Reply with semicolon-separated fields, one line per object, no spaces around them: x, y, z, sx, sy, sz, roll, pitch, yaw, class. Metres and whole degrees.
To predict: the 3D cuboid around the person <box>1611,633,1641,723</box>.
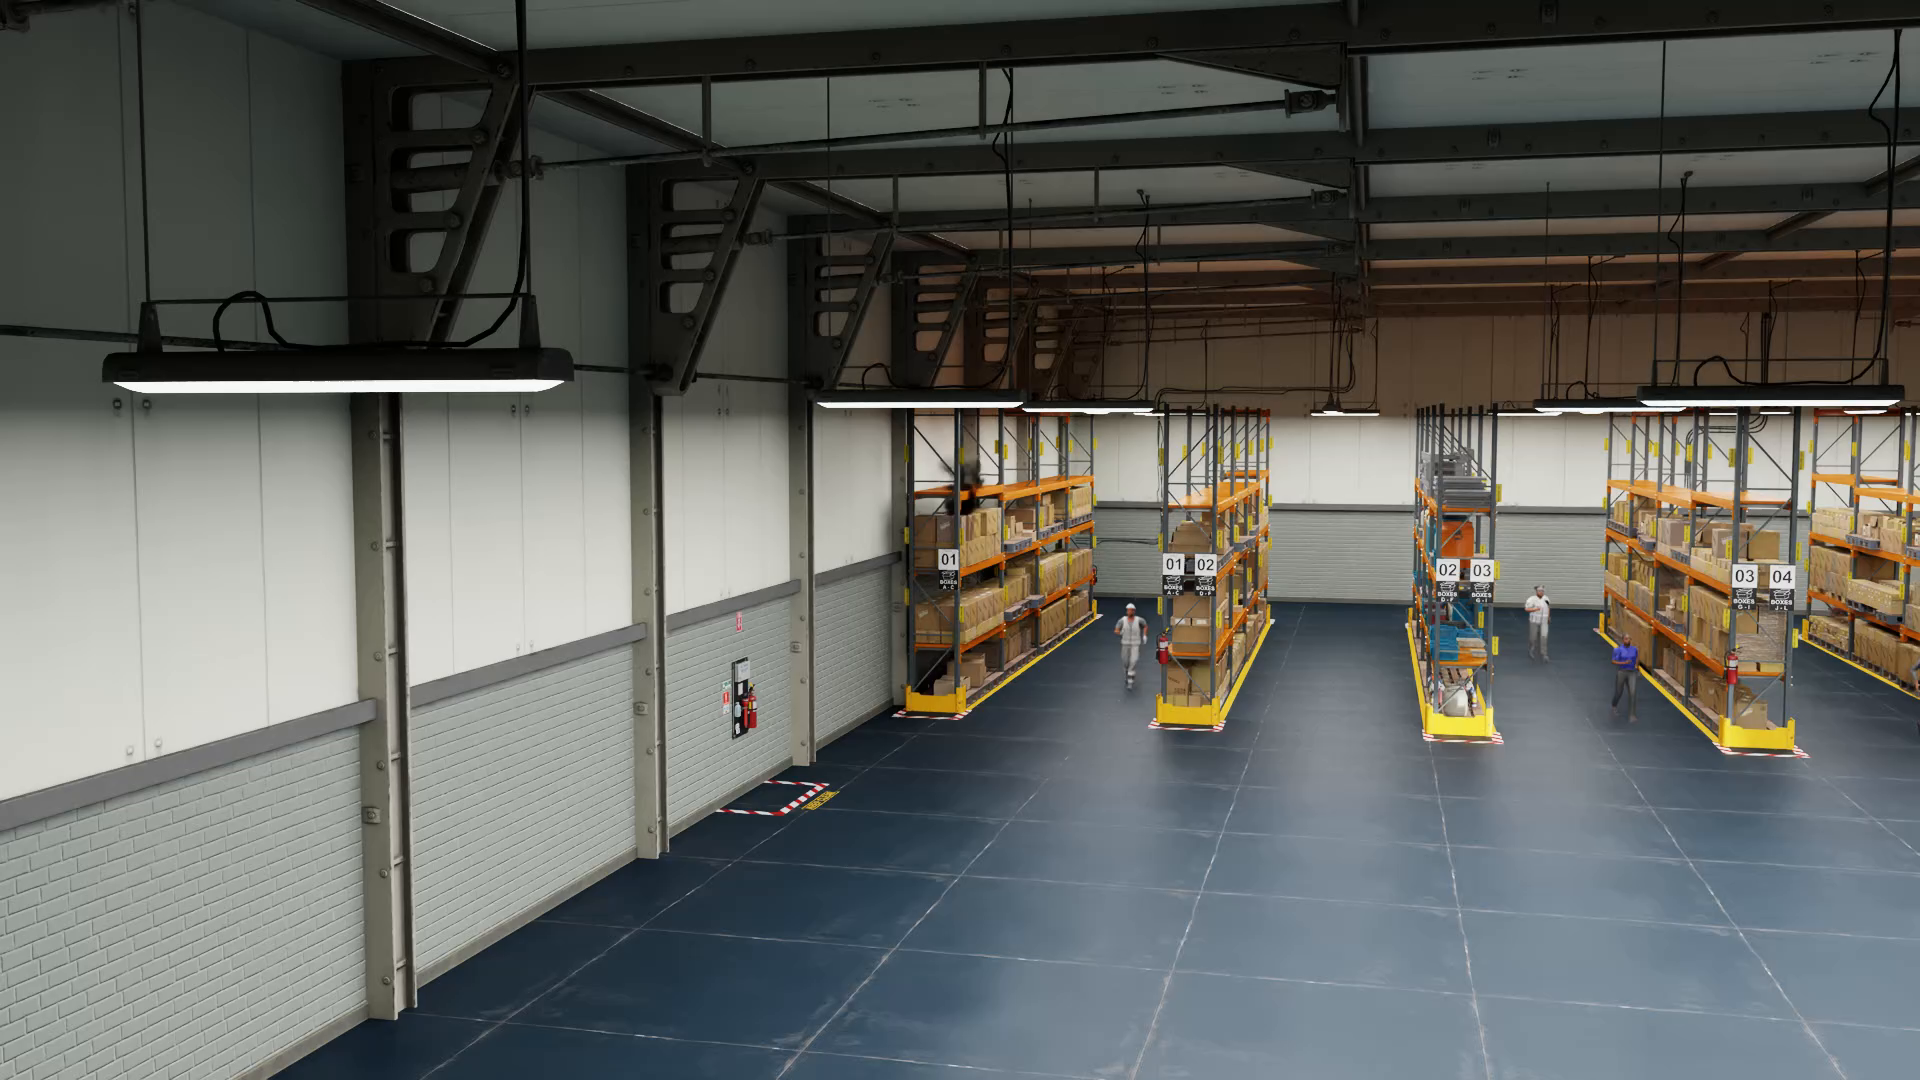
12.627;2.586;31.534;0.575;1.631;0.938;0;4;6;person

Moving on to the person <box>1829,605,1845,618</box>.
23.402;1.712;44.218;0.633;1.609;0.509;-3;5;-32;person

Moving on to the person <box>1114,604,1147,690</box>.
3.617;2.230;35.285;0.677;1.769;1.003;1;4;11;person

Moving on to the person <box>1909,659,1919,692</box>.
17.341;2.710;29.622;0.625;1.705;0.673;0;4;5;person

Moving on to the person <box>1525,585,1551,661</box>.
13.695;1.944;39.341;0.665;1.783;0.947;0;4;2;person
